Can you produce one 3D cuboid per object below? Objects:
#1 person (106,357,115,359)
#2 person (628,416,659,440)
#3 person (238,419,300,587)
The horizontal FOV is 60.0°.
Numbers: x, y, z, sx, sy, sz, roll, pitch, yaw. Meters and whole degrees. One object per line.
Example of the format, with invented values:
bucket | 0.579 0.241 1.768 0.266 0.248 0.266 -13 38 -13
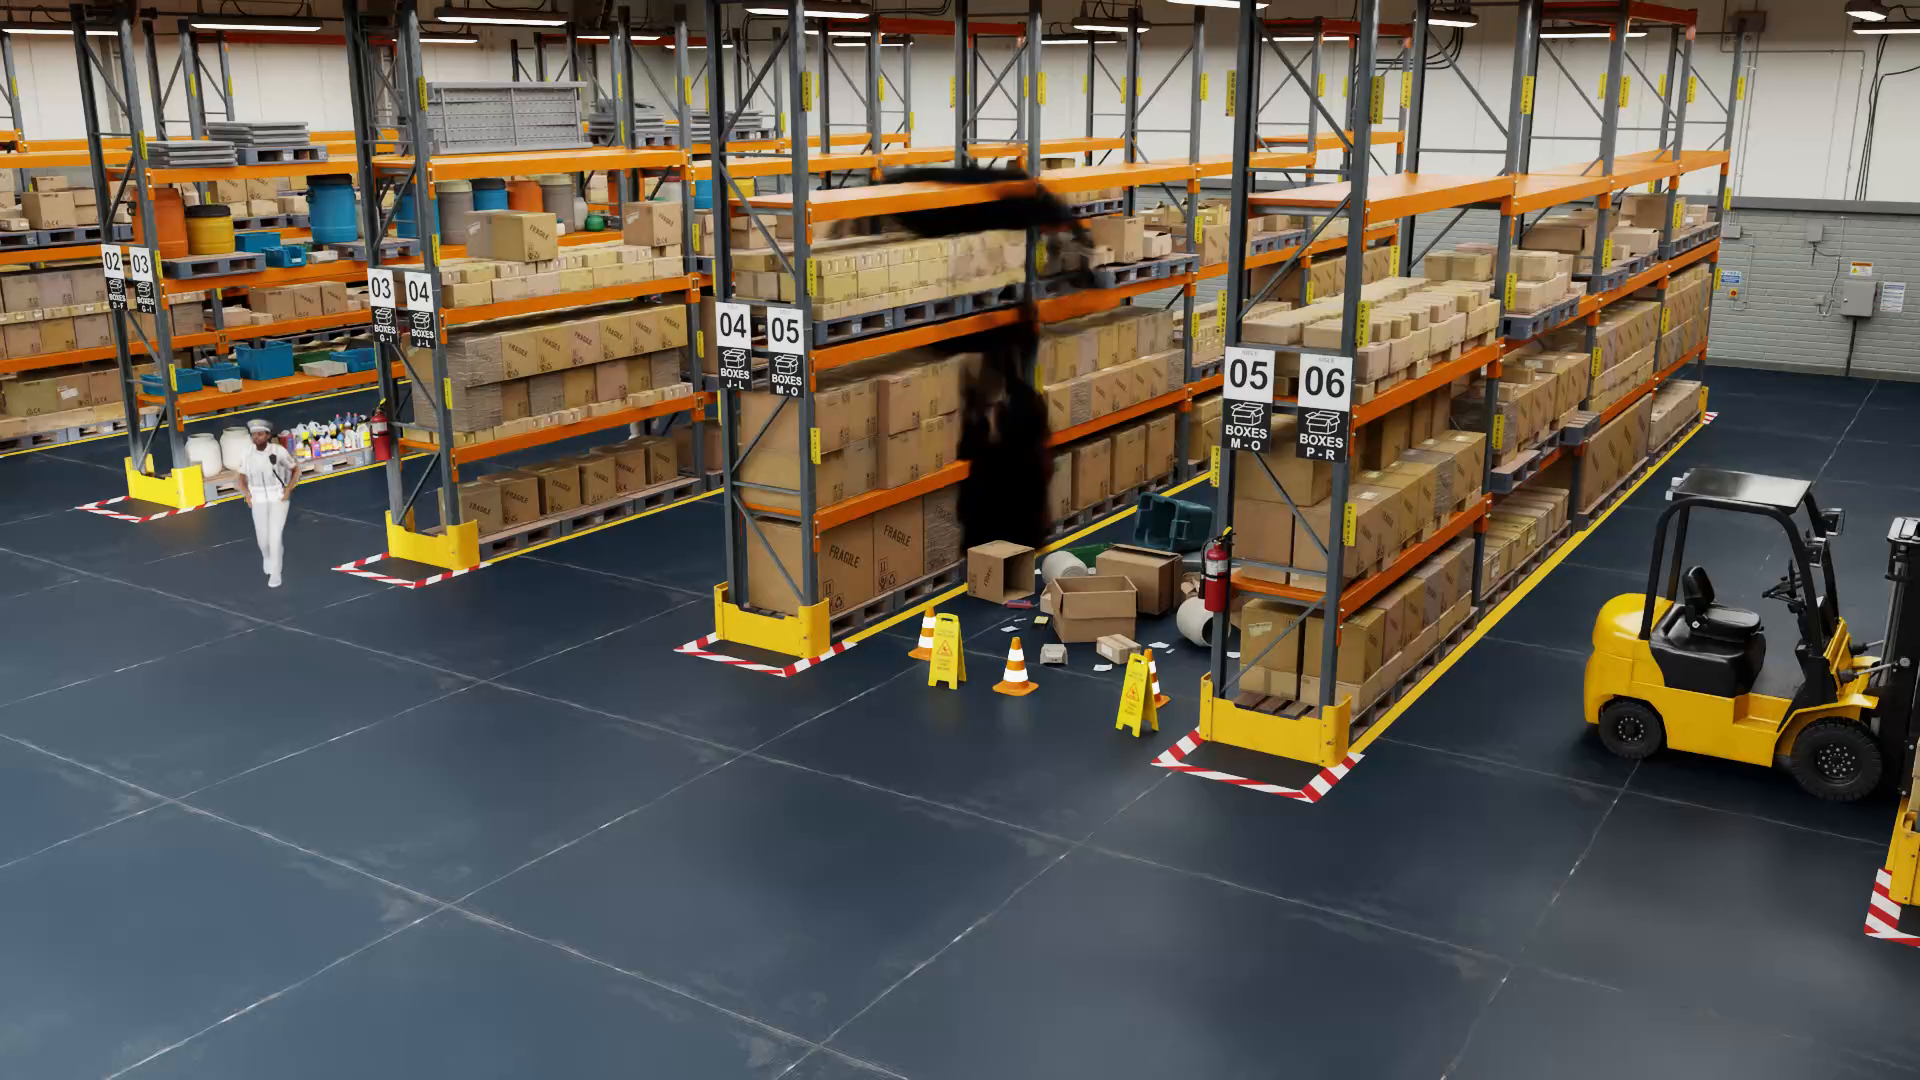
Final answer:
person | -13.777 -2.991 27.026 0.546 1.564 0.635 11 19 34
person | -4.733 -2.308 24.480 0.557 1.621 0.667 6 17 22
person | -6.874 -0.410 16.594 0.583 1.661 0.627 -3 16 -12
